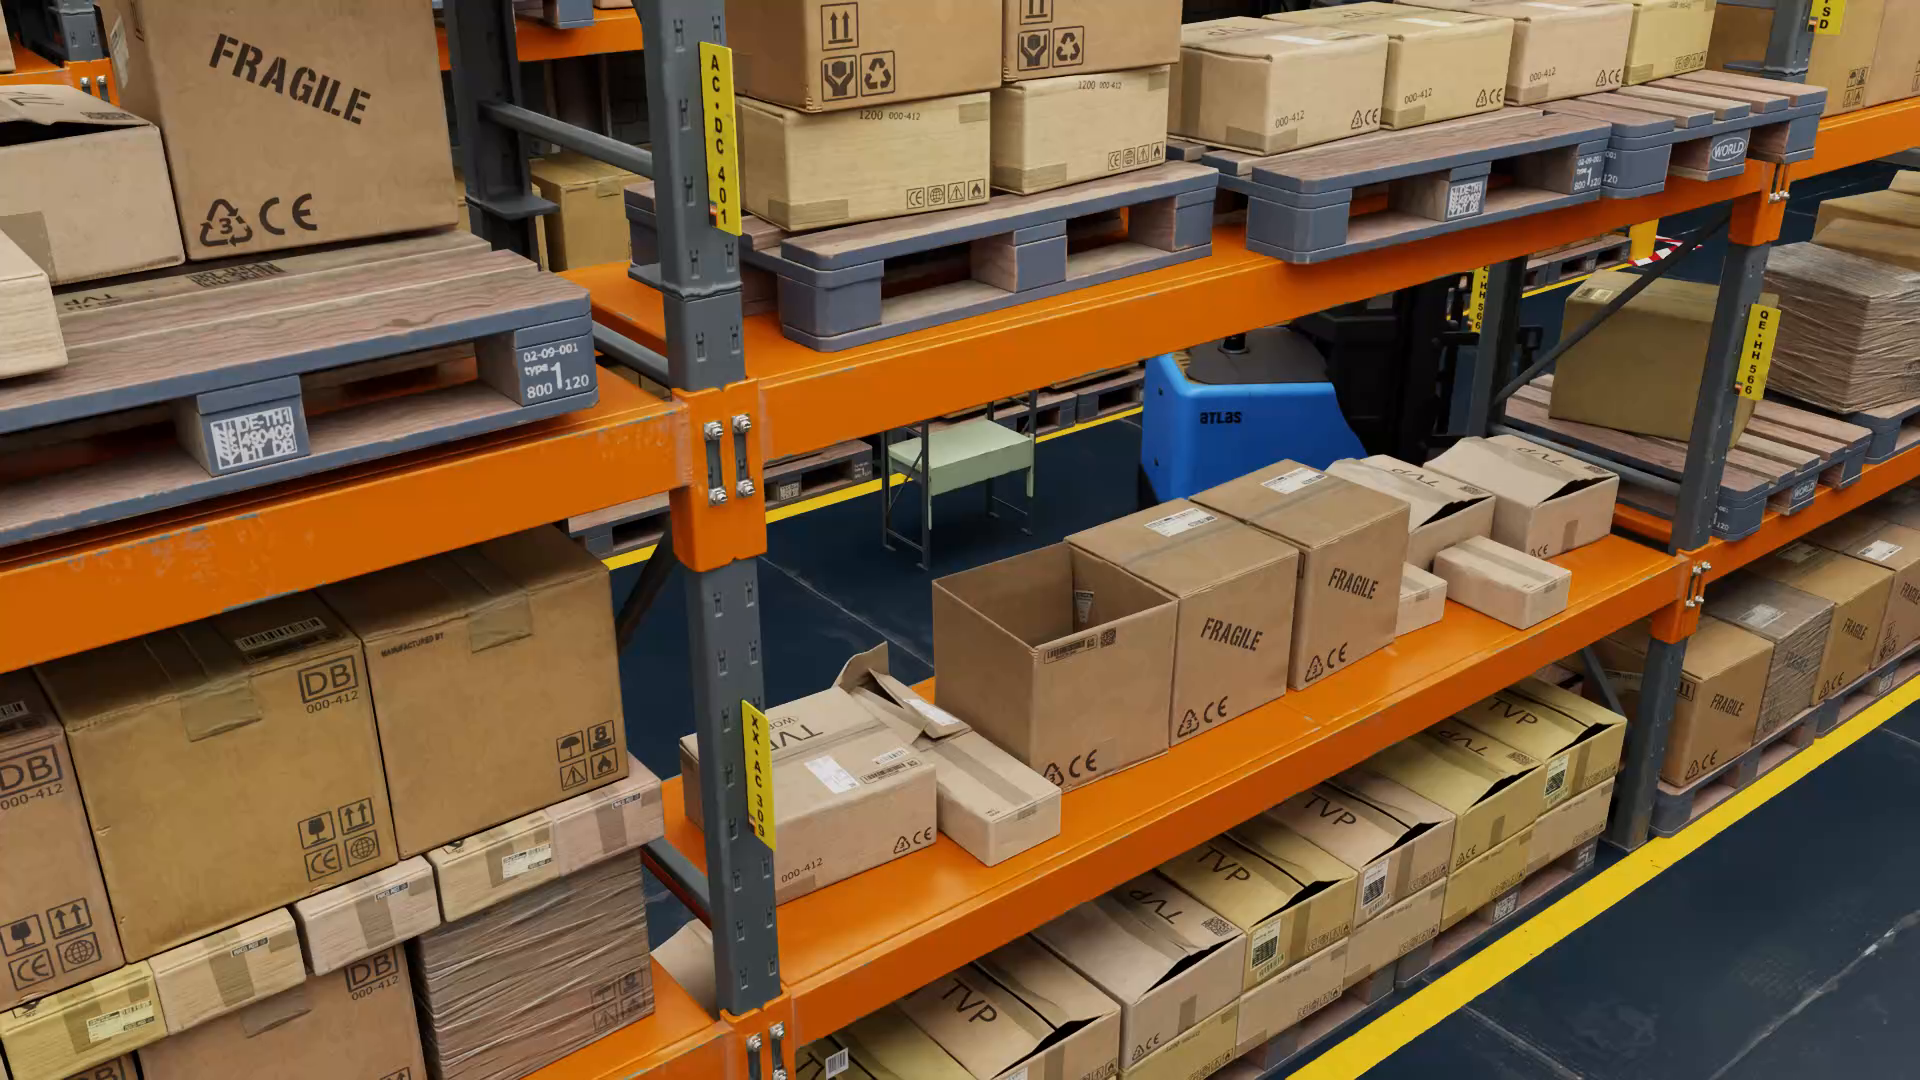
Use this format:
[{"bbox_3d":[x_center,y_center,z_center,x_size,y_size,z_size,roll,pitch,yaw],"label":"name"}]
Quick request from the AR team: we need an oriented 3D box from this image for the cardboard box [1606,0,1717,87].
[{"bbox_3d":[2.059,-1.644,5.346,0.500,0.250,0.500,-21,32,-38],"label":"cardboard box"}]

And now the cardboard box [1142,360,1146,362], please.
[{"bbox_3d":[1.341,-1.748,11.509,0.750,0.750,0.750,-17,30,-33],"label":"cardboard box"}]

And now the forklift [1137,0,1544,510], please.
[{"bbox_3d":[2.561,-1.368,8.717,3.031,2.935,1.130,-2,25,-4],"label":"forklift"}]

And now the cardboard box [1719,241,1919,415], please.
[{"bbox_3d":[3.645,-0.909,7.027,0.500,0.500,0.700,-12,28,-24],"label":"cardboard box"}]

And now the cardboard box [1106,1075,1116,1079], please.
[{"bbox_3d":[0.107,1.643,4.914,0.500,0.250,0.500,-17,30,-33],"label":"cardboard box"}]

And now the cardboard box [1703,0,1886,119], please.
[{"bbox_3d":[2.704,-1.828,5.944,0.500,0.500,0.910,-18,31,-34],"label":"cardboard box"}]

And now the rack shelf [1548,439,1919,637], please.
[{"bbox_3d":[3.956,-0.491,7.599,4.000,0.370,1.077,-18,31,-34],"label":"rack shelf"}]

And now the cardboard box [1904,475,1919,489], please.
[{"bbox_3d":[4.924,-0.054,8.249,0.500,0.500,0.500,-18,30,-34],"label":"cardboard box"}]

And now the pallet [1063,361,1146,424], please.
[{"bbox_3d":[0.948,-1.168,11.516,1.213,0.211,1.003,-18,31,-34],"label":"pallet"}]

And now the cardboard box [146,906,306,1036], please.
[{"bbox_3d":[-1.454,0.744,3.194,0.250,0.149,0.380,-18,31,-34],"label":"cardboard box"}]

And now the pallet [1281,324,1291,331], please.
[{"bbox_3d":[1.909,-1.487,12.202,1.213,0.211,1.003,-18,31,-34],"label":"pallet"}]

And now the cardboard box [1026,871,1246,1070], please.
[{"bbox_3d":[0.517,1.256,5.082,0.500,0.311,0.500,-19,31,-36],"label":"cardboard box"}]

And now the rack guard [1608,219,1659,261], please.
[{"bbox_3d":[5.636,-2.888,14.879,0.348,0.500,1.175,-18,31,-34],"label":"rack guard"}]

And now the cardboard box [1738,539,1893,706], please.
[{"bbox_3d":[3.723,0.347,7.387,0.500,0.500,0.500,-19,31,-35],"label":"cardboard box"}]

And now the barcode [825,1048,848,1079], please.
[{"bbox_3d":[-0.308,1.312,4.166,0.075,0.075,0.001,-18,31,-34],"label":"barcode"}]

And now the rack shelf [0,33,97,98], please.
[{"bbox_3d":[-5.399,-1.413,6.024,4.000,0.370,1.077,-18,31,-34],"label":"rack shelf"}]

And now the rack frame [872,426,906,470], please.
[{"bbox_3d":[-0.678,-1.938,9.862,0.127,3.000,1.000,-18,31,-34],"label":"rack frame"}]

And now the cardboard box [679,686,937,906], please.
[{"bbox_3d":[-0.405,0.667,4.428,0.500,0.250,0.500,-16,29,-31],"label":"cardboard box"}]

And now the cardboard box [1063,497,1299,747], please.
[{"bbox_3d":[0.657,0.235,5.062,0.500,0.500,0.500,-18,30,-34],"label":"cardboard box"}]

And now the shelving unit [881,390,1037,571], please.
[{"bbox_3d":[-0.005,-0.679,8.931,0.755,1.500,0.431,-18,31,-34],"label":"shelving unit"}]

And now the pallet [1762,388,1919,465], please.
[{"bbox_3d":[3.909,-0.717,7.460,1.213,0.211,1.003,-18,31,-34],"label":"pallet"}]

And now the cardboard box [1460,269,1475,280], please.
[{"bbox_3d":[3.924,-2.456,13.449,0.500,0.500,0.700,-17,30,-33],"label":"cardboard box"}]

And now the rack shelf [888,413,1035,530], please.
[{"bbox_3d":[-0.005,-0.383,9.068,0.720,0.370,0.431,-18,31,-34],"label":"rack shelf"}]

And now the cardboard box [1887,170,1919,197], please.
[{"bbox_3d":[5.019,-1.524,8.352,0.700,0.500,0.500,15,29,29],"label":"cardboard box"}]

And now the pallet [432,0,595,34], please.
[{"bbox_3d":[-2.460,-2.570,7.883,1.003,0.211,1.213,-18,31,-34],"label":"pallet"}]

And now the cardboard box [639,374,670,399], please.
[{"bbox_3d":[-1.700,-1.012,9.423,0.500,0.250,0.500,-18,30,-33],"label":"cardboard box"}]

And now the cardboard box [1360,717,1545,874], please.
[{"bbox_3d":[1.717,0.859,5.936,0.500,0.311,0.500,-19,31,-35],"label":"cardboard box"}]

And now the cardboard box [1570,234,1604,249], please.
[{"bbox_3d":[5.128,-2.858,14.314,0.500,0.500,0.700,-18,31,-34],"label":"cardboard box"}]

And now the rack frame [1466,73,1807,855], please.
[{"bbox_3d":[2.382,-0.298,6.328,0.127,3.000,1.000,-18,31,-34],"label":"rack frame"}]

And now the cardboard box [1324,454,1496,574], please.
[{"bbox_3d":[1.558,-0.089,5.985,0.500,0.311,0.500,-19,31,-35],"label":"cardboard box"}]

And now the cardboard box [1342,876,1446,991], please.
[{"bbox_3d":[1.317,1.241,5.780,0.500,0.250,0.500,-17,30,-33],"label":"cardboard box"}]

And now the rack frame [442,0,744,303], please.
[{"bbox_3d":[-0.766,-1.980,2.826,0.127,3.000,1.000,-18,31,-34],"label":"rack frame"}]

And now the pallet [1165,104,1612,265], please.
[{"bbox_3d":[1.025,-1.075,4.665,1.213,0.211,1.003,-17,30,-32],"label":"pallet"}]

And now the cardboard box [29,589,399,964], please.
[{"bbox_3d":[-1.508,0.357,3.259,0.500,0.500,0.700,-18,31,-34],"label":"cardboard box"}]

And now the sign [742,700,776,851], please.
[{"bbox_3d":[-0.422,0.496,3.495,0.005,0.325,0.100,-18,31,-34],"label":"sign"}]

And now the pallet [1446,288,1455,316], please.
[{"bbox_3d":[3.116,-1.884,13.058,1.213,0.211,1.003,-18,31,-34],"label":"pallet"}]

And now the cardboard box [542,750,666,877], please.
[{"bbox_3d":[-0.848,0.543,3.627,0.250,0.149,0.380,-18,31,-34],"label":"cardboard box"}]

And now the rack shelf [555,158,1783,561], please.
[{"bbox_3d":[0.808,-0.812,4.729,4.000,0.370,1.077,-18,31,-34],"label":"rack shelf"}]

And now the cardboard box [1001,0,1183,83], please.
[{"bbox_3d":[0.178,-1.385,3.896,0.500,0.500,0.500,-15,29,-29],"label":"cardboard box"}]

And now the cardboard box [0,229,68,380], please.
[{"bbox_3d":[-1.546,-0.355,2.523,0.250,0.149,0.380,-18,31,-34],"label":"cardboard box"}]

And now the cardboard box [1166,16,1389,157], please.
[{"bbox_3d":[0.776,-1.218,4.428,0.500,0.250,0.500,-21,32,-38],"label":"cardboard box"}]

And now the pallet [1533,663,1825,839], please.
[{"bbox_3d":[2.993,0.786,7.306,1.213,0.211,1.003,-18,31,-34],"label":"pallet"}]

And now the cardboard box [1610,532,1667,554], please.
[{"bbox_3d":[3.015,-0.040,7.330,0.500,0.250,0.500,-17,30,-32],"label":"cardboard box"}]

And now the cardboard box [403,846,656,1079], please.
[{"bbox_3d":[-1.111,0.813,3.815,0.500,0.500,0.700,-19,31,-35],"label":"cardboard box"}]

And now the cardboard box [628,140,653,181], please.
[{"bbox_3d":[-1.465,-1.903,9.146,0.500,0.500,0.700,-22,33,-39],"label":"cardboard box"}]
